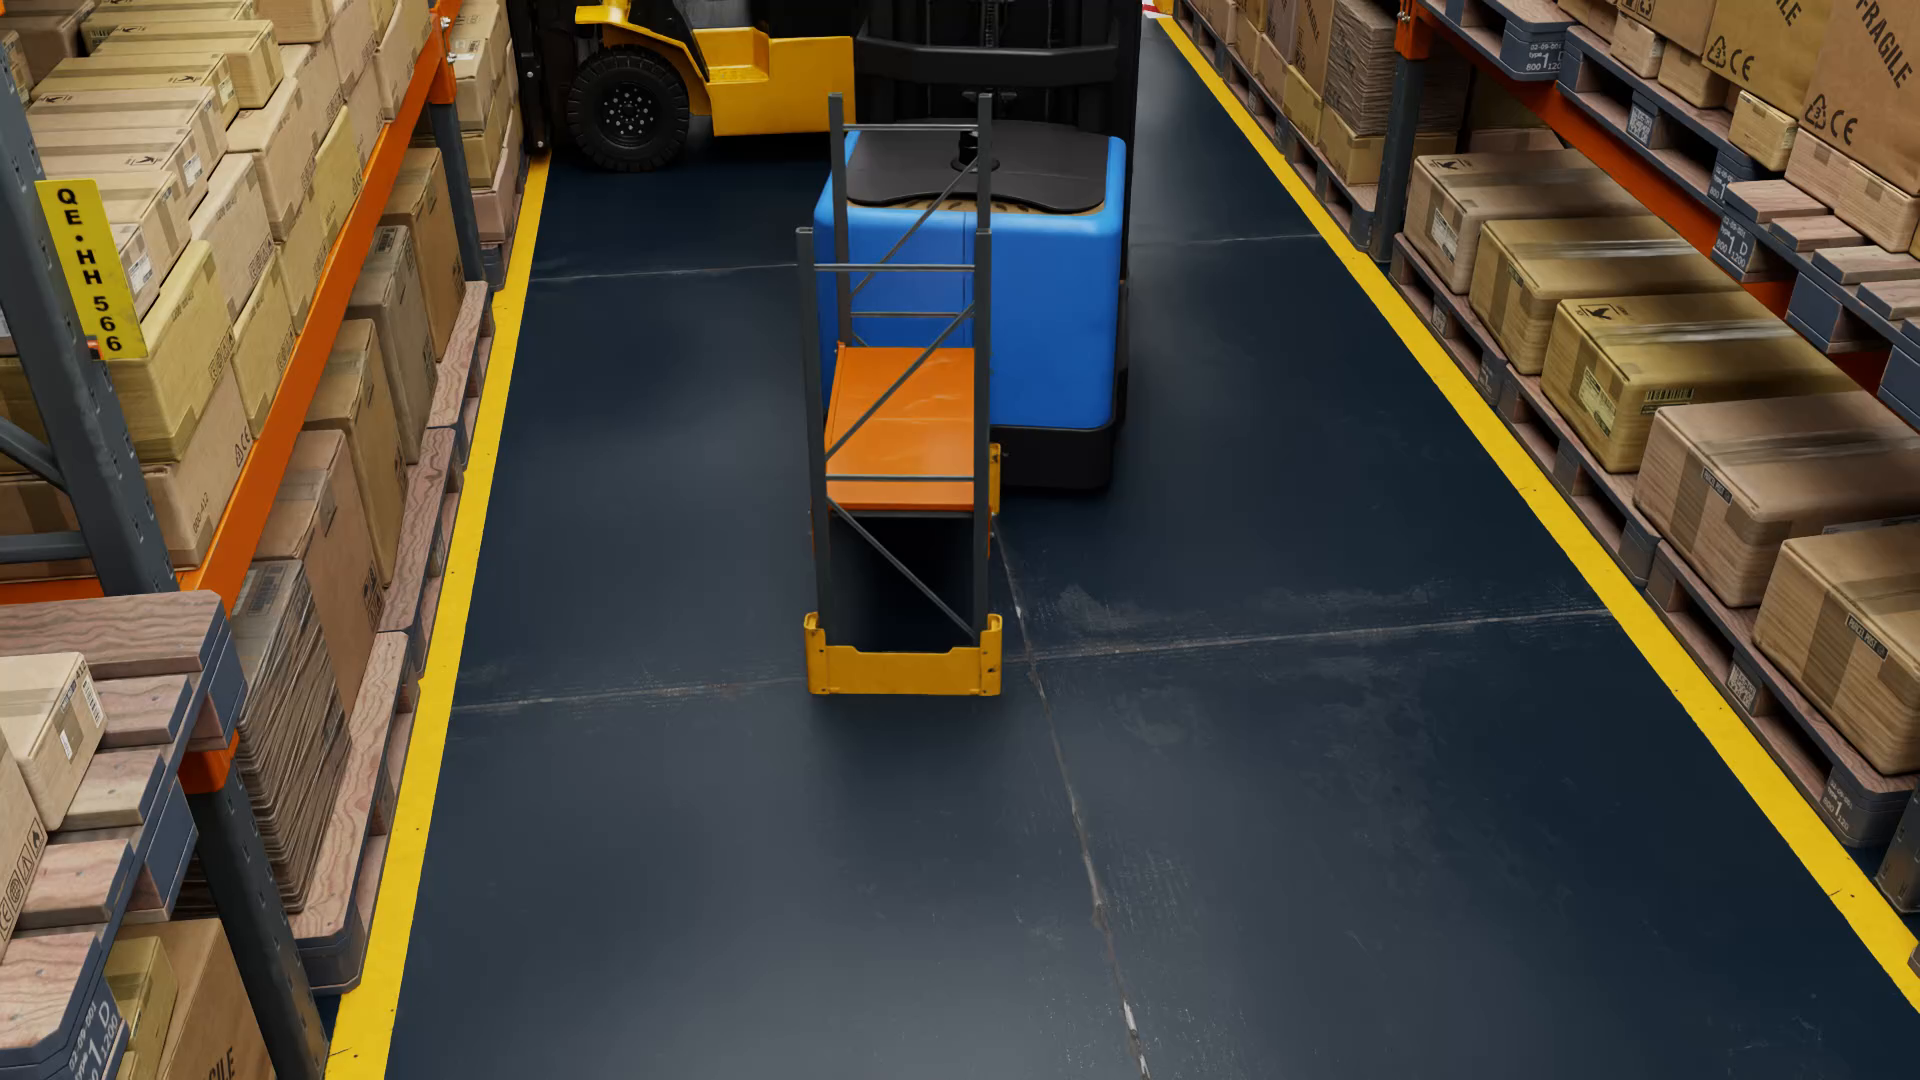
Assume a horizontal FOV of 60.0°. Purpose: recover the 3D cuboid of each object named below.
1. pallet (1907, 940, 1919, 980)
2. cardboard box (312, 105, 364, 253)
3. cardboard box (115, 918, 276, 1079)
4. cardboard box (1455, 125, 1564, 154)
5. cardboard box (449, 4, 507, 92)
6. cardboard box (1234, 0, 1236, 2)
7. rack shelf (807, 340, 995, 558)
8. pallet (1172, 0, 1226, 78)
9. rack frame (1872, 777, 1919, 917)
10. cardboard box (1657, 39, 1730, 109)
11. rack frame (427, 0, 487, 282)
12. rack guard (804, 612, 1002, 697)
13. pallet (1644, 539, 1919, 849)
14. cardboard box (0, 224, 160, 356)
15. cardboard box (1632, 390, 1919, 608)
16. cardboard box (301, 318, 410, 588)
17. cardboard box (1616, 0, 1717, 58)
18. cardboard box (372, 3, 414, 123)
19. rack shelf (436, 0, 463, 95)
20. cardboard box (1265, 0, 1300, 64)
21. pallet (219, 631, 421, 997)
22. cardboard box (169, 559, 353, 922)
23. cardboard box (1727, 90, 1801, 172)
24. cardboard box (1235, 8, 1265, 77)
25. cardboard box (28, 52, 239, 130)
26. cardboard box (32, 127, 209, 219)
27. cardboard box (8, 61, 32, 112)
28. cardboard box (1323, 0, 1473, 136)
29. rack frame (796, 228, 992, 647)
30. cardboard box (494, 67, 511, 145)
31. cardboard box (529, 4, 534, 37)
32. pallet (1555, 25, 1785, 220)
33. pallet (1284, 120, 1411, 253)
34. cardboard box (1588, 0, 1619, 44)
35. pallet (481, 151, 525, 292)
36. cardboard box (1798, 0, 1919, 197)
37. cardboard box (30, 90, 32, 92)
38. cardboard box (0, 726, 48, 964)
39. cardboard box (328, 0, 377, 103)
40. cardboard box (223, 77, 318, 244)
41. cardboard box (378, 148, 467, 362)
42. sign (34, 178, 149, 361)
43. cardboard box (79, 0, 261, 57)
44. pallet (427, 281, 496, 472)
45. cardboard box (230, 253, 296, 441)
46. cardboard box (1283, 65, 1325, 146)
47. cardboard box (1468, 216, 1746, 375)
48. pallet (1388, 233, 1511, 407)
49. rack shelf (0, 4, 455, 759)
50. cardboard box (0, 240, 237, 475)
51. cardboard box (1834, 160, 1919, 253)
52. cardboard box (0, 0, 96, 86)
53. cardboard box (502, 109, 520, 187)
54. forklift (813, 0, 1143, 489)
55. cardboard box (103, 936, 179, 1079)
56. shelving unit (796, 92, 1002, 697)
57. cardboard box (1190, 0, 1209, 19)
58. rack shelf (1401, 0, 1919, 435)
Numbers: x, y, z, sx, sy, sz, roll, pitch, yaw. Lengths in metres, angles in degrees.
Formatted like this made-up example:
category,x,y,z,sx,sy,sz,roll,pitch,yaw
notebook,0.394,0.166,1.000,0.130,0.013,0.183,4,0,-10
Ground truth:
category,x,y,z,sx,sy,sz,roll,pitch,yaw
pallet,2.958,1.263,3.709,1.003,0.211,1.213,-4,35,-6
cardboard box,-2.016,-1.018,4.714,0.500,0.250,0.500,-3,34,-5
cardboard box,-1.722,1.122,3.286,0.500,0.500,0.500,-3,34,-5
cardboard box,2.577,-1.954,8.022,0.500,0.250,0.500,-6,35,-9
cardboard box,-2.343,-2.219,7.524,0.500,0.250,0.500,-4,35,-6
cardboard box,1.763,-3.370,9.435,0.500,0.500,0.500,-6,35,-8
rack shelf,-0.161,-0.308,5.189,0.538,0.185,1.000,1,34,1
pallet,1.935,-3.148,10.182,1.003,0.211,1.213,-4,35,-6
rack frame,2.926,-0.335,3.578,1.000,3.000,0.127,-4,35,-6
cardboard box,2.362,-1.428,5.032,0.380,0.149,0.250,-5,35,-8
rack frame,-2.530,-2.189,6.298,1.000,3.000,0.127,-4,35,-6
rack guard,-0.169,0.346,5.021,0.587,0.250,0.087,1,34,1
pallet,2.823,0.381,5.003,1.003,0.211,1.213,-4,35,-6
cardboard box,-1.743,-0.466,3.106,0.380,0.149,0.250,-3,34,-5
cardboard box,2.753,-0.150,5.266,0.950,0.372,0.625,-5,35,-7
cardboard box,-2.249,-0.238,5.171,0.875,0.625,0.625,-6,35,-8
cardboard box,2.368,-1.779,4.971,0.500,0.500,0.500,-6,35,-8
cardboard box,-2.130,-1.585,5.546,0.500,0.250,0.500,-5,35,-7
rack shelf,-2.799,-3.008,8.139,1.077,0.370,4.000,-4,35,-6
cardboard box,1.903,-2.792,8.586,0.500,0.500,0.500,-3,34,-4
pallet,-2.064,0.733,4.487,1.003,0.211,1.213,-4,35,-6
cardboard box,-2.062,0.502,4.086,0.875,0.625,0.625,-3,34,-5
cardboard box,2.386,-1.144,4.616,0.380,0.149,0.250,-4,34,-6
cardboard box,1.832,-2.776,9.229,0.500,0.250,0.500,-2,34,-3
cardboard box,-1.951,-1.039,3.947,0.380,0.149,0.250,-4,34,-6
cardboard box,-1.840,-0.757,3.532,0.380,0.149,0.250,-3,34,-5
cardboard box,-2.417,-1.002,3.892,0.380,0.149,0.250,-5,35,-7
cardboard box,2.043,-2.224,7.752,0.500,0.500,0.500,-5,35,-7
rack frame,-0.169,-0.170,4.668,0.500,1.500,0.032,1,34,1
cardboard box,-2.359,-2.007,7.656,0.500,0.250,0.500,-5,35,-7
cardboard box,-2.545,-2.850,8.893,0.500,0.250,0.500,-5,35,-7
pallet,2.620,-1.357,5.248,1.003,0.211,1.213,-4,35,-6
pallet,2.263,-1.787,8.184,1.003,0.211,1.213,-4,35,-6
cardboard box,2.313,-1.727,5.471,0.380,0.149,0.250,-4,34,-6
pallet,-2.595,-1.484,7.739,1.003,0.211,1.213,-4,35,-6
cardboard box,2.509,-1.193,4.111,0.500,0.500,0.500,-5,35,-7
cardboard box,-2.463,-0.896,4.090,0.500,0.250,0.500,-5,35,-7
cardboard box,-1.529,0.496,2.119,0.500,0.250,0.500,-6,35,-9
cardboard box,-2.071,-1.507,4.986,0.500,0.250,0.500,-4,34,-5
cardboard box,-1.928,-0.940,4.155,0.500,0.250,0.500,-5,35,-8
cardboard box,-2.448,-1.091,6.423,0.875,0.625,0.625,-3,34,-4
sign,-1.455,-0.449,2.787,0.100,0.325,0.005,-4,35,-6
cardboard box,-2.058,-1.323,4.364,0.380,0.149,0.250,-4,35,-6
pallet,-2.392,-0.628,6.485,1.003,0.211,1.213,-4,35,-6
cardboard box,-1.872,-0.442,3.868,0.500,0.250,0.500,-5,35,-7
cardboard box,1.961,-2.210,8.398,0.500,0.250,0.500,-5,35,-8
cardboard box,2.561,-0.961,6.457,0.950,0.372,0.625,-2,34,-3
pallet,2.495,-0.980,7.001,1.003,0.211,1.213,-4,35,-6
rack shelf,-2.261,-0.775,4.863,1.077,0.370,4.000,-4,35,-6
cardboard box,-1.785,-0.369,3.318,0.500,0.250,0.500,-4,35,-6
cardboard box,2.463,-0.851,4.185,0.380,0.149,0.250,-5,35,-7
cardboard box,-2.462,-1.288,4.311,0.380,0.149,0.250,-3,34,-5
cardboard box,-2.350,-1.803,7.801,0.500,0.250,0.500,-5,35,-7
forklift,0.163,-2.202,6.379,1.130,2.935,3.031,3,34,5
cardboard box,-1.674,0.891,3.050,0.380,0.149,0.250,-6,35,-9
shelving unit,-0.161,-0.451,5.080,0.587,1.500,1.083,1,34,1
cardboard box,1.685,-3.365,10.093,0.500,0.250,0.500,-5,35,-7
rack shelf,2.657,-1.153,5.418,1.077,0.370,4.000,-4,35,-6
